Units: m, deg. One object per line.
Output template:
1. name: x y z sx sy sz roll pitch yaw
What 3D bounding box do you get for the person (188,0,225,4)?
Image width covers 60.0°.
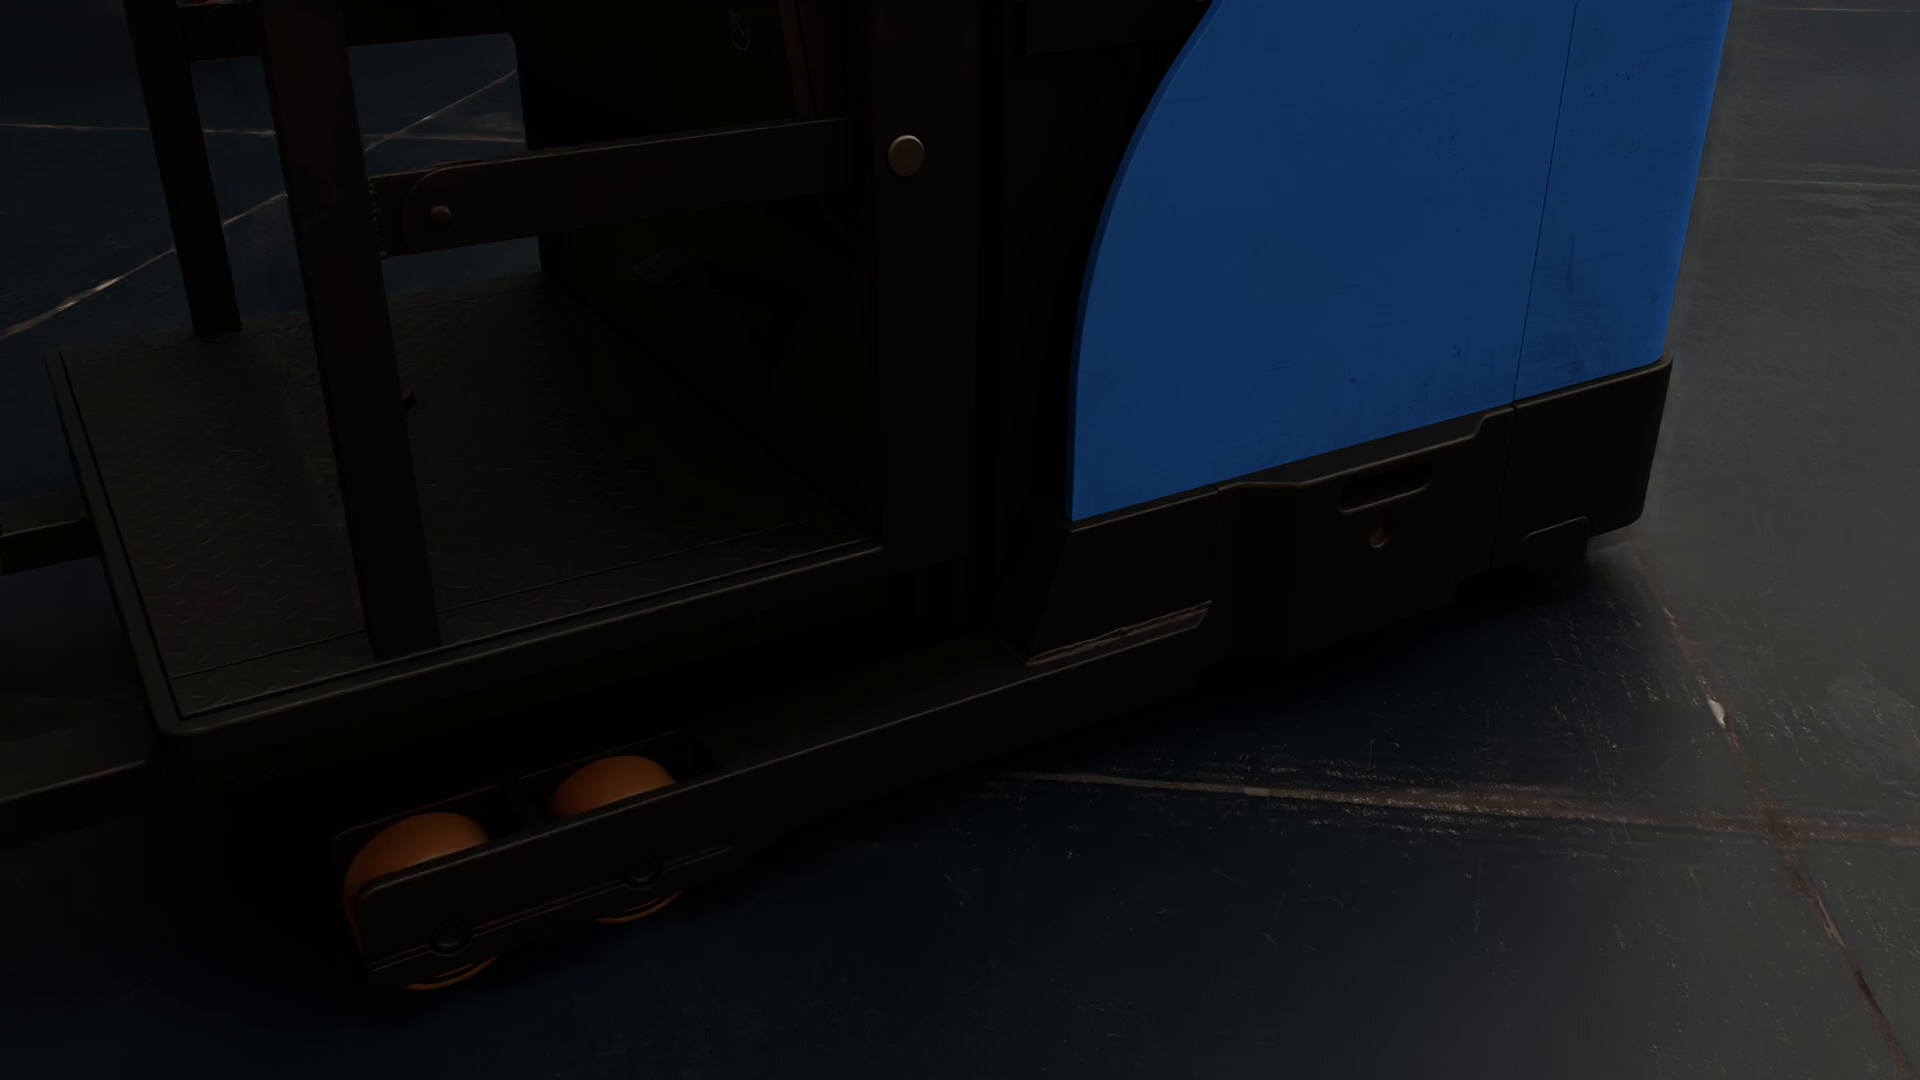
1. person: -2.617 -2.540 5.936 0.533 1.623 1.160 4 27 8

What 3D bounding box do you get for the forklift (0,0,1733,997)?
1. forklift: -0.528 -1.144 1.510 3.031 2.935 1.130 -15 30 -27
